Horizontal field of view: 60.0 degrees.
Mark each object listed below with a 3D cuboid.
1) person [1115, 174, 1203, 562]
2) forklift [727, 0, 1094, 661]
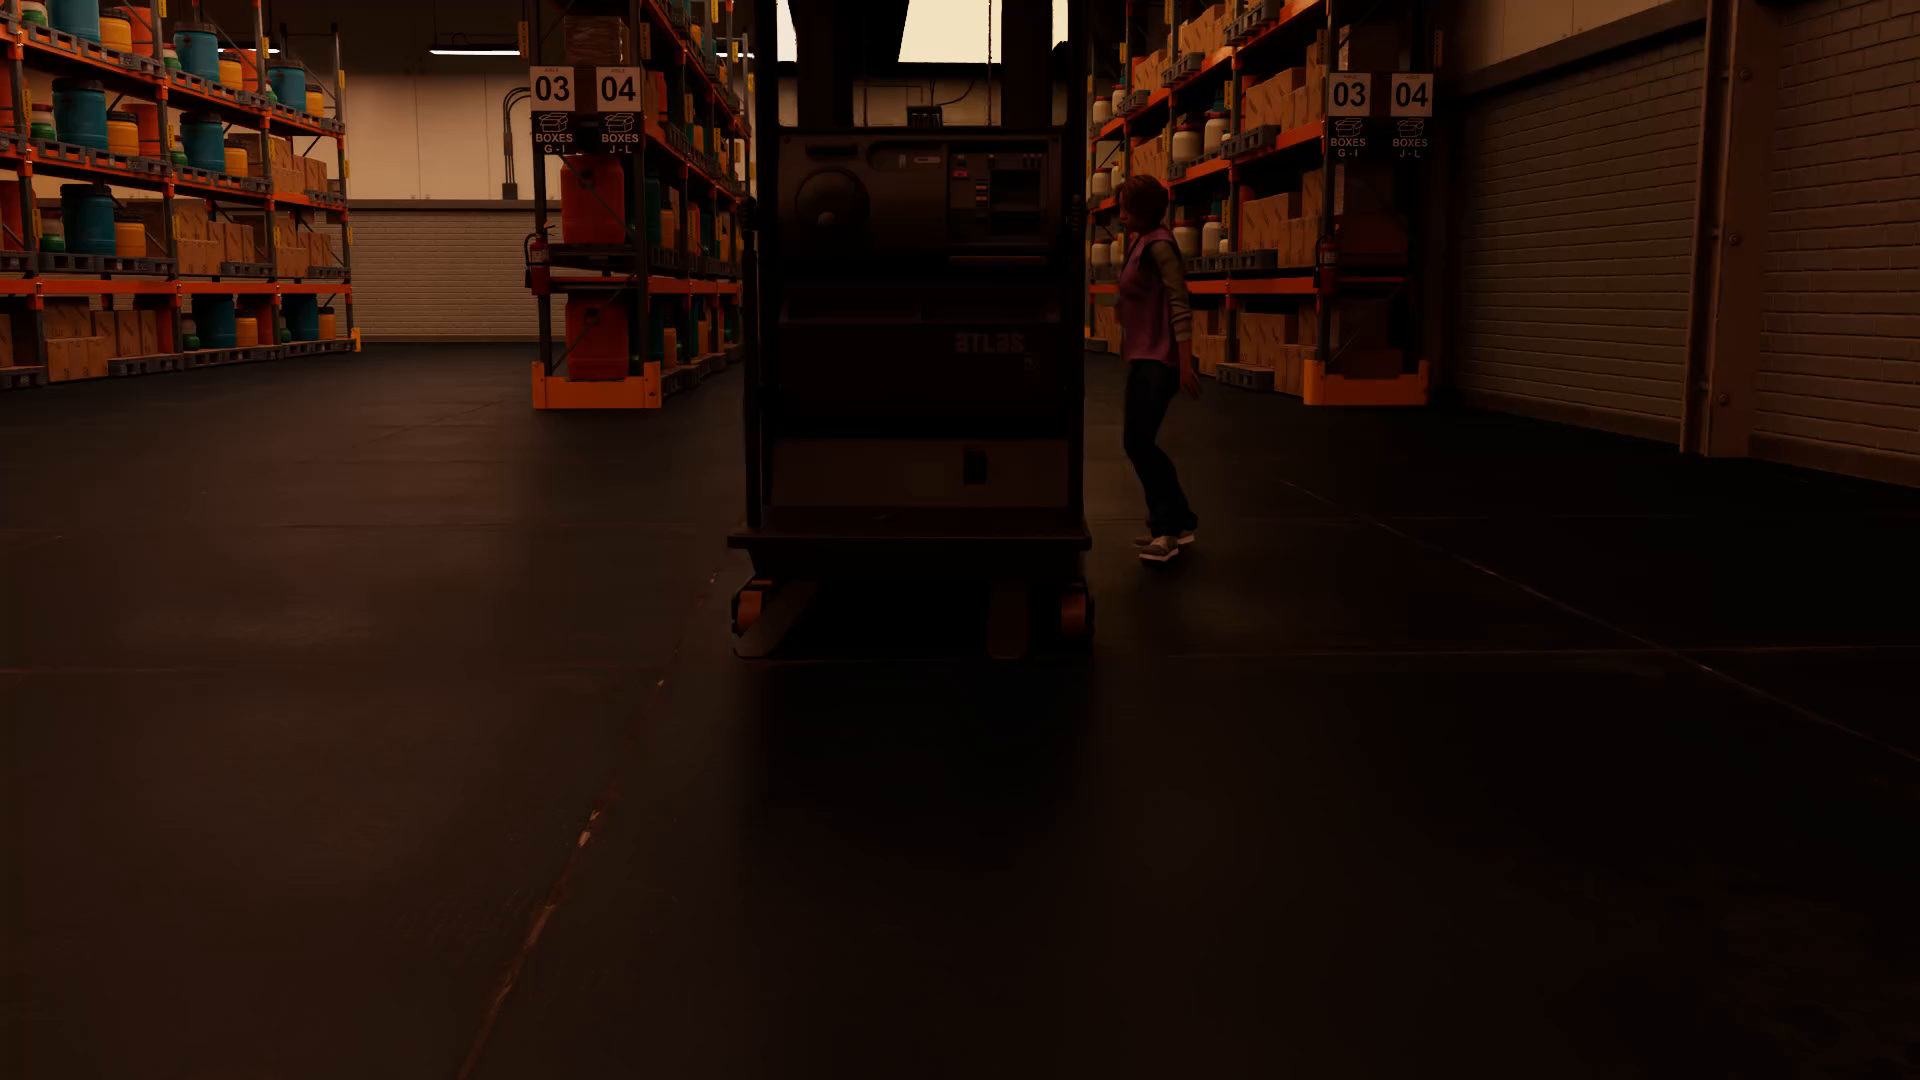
[{"bbox_3d":[0.826,-0.714,6.897,0.401,1.570,0.740,-1,8,-4],"label":"person"},{"bbox_3d":[-0.136,-1.175,5.242,1.130,2.935,3.031,0,8,2],"label":"forklift"}]
